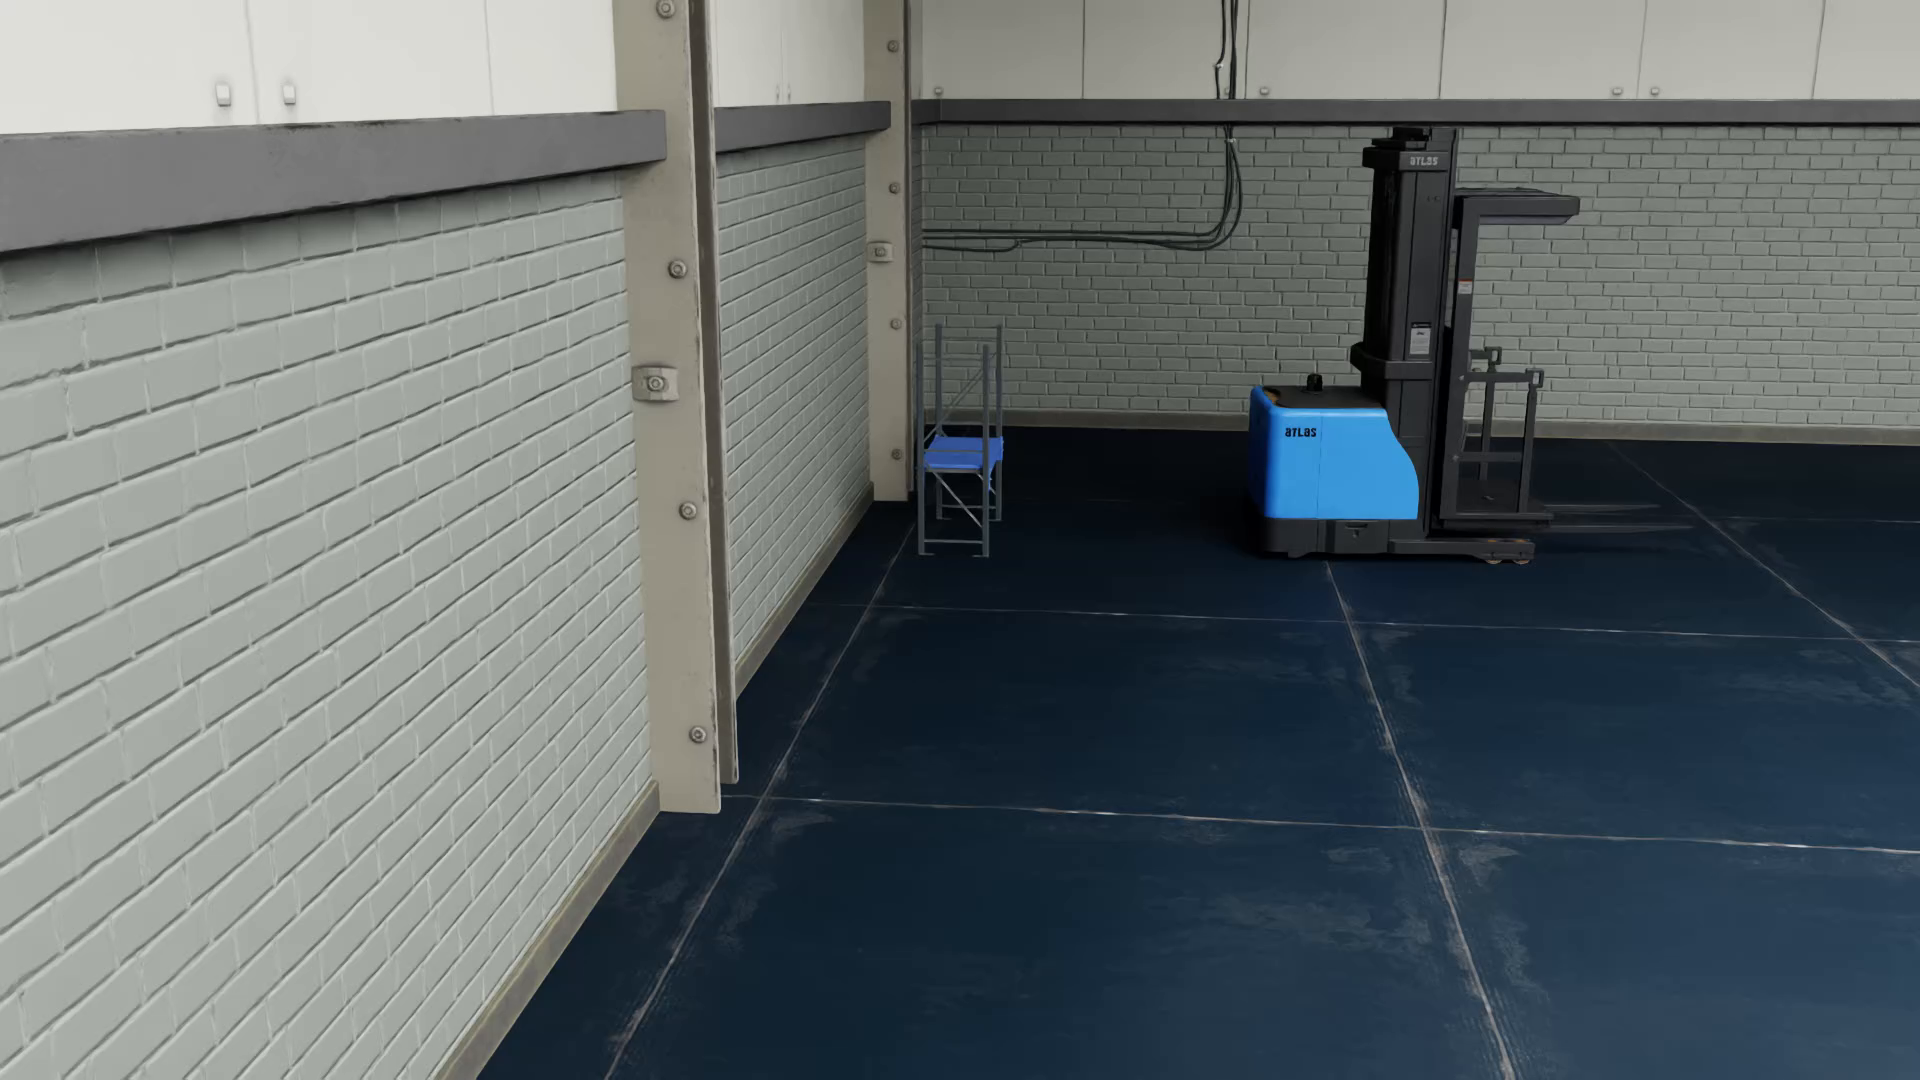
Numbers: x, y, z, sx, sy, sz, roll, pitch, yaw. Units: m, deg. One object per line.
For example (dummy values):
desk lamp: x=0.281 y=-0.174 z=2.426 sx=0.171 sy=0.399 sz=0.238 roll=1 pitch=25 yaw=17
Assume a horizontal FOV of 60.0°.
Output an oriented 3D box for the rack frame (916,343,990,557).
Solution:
rack frame: x=-0.048 y=-0.614 z=11.561 sx=0.500 sy=1.500 sz=0.032 roll=2 pitch=15 yaw=6

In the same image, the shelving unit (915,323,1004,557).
shelving unit: x=0.010 y=-0.746 z=12.048 sx=0.538 sy=1.500 sz=1.048 roll=2 pitch=15 yaw=6

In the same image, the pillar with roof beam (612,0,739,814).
pillar with roof beam: x=3.047 y=-3.029 z=6.124 sx=9.100 sy=9.000 sz=0.400 roll=2 pitch=15 yaw=6

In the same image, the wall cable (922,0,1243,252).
wall cable: x=1.093 y=-3.938 z=15.435 sx=3.097 sy=2.526 sz=0.112 roll=2 pitch=15 yaw=6

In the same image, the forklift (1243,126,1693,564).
forklift: x=3.629 y=-1.388 z=11.681 sx=3.031 sy=2.935 sz=1.130 roll=0 pitch=15 yaw=2

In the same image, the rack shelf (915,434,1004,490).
rack shelf: x=0.010 y=-0.572 z=12.095 sx=0.538 sy=0.185 sz=1.000 roll=2 pitch=15 yaw=6

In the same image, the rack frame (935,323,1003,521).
rack frame: x=0.067 y=-0.878 z=12.536 sx=0.500 sy=1.500 sz=0.032 roll=2 pitch=15 yaw=6

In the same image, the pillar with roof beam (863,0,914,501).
pillar with roof beam: x=3.724 y=-4.585 z=11.879 sx=9.100 sy=9.000 sz=0.400 roll=2 pitch=15 yaw=6
